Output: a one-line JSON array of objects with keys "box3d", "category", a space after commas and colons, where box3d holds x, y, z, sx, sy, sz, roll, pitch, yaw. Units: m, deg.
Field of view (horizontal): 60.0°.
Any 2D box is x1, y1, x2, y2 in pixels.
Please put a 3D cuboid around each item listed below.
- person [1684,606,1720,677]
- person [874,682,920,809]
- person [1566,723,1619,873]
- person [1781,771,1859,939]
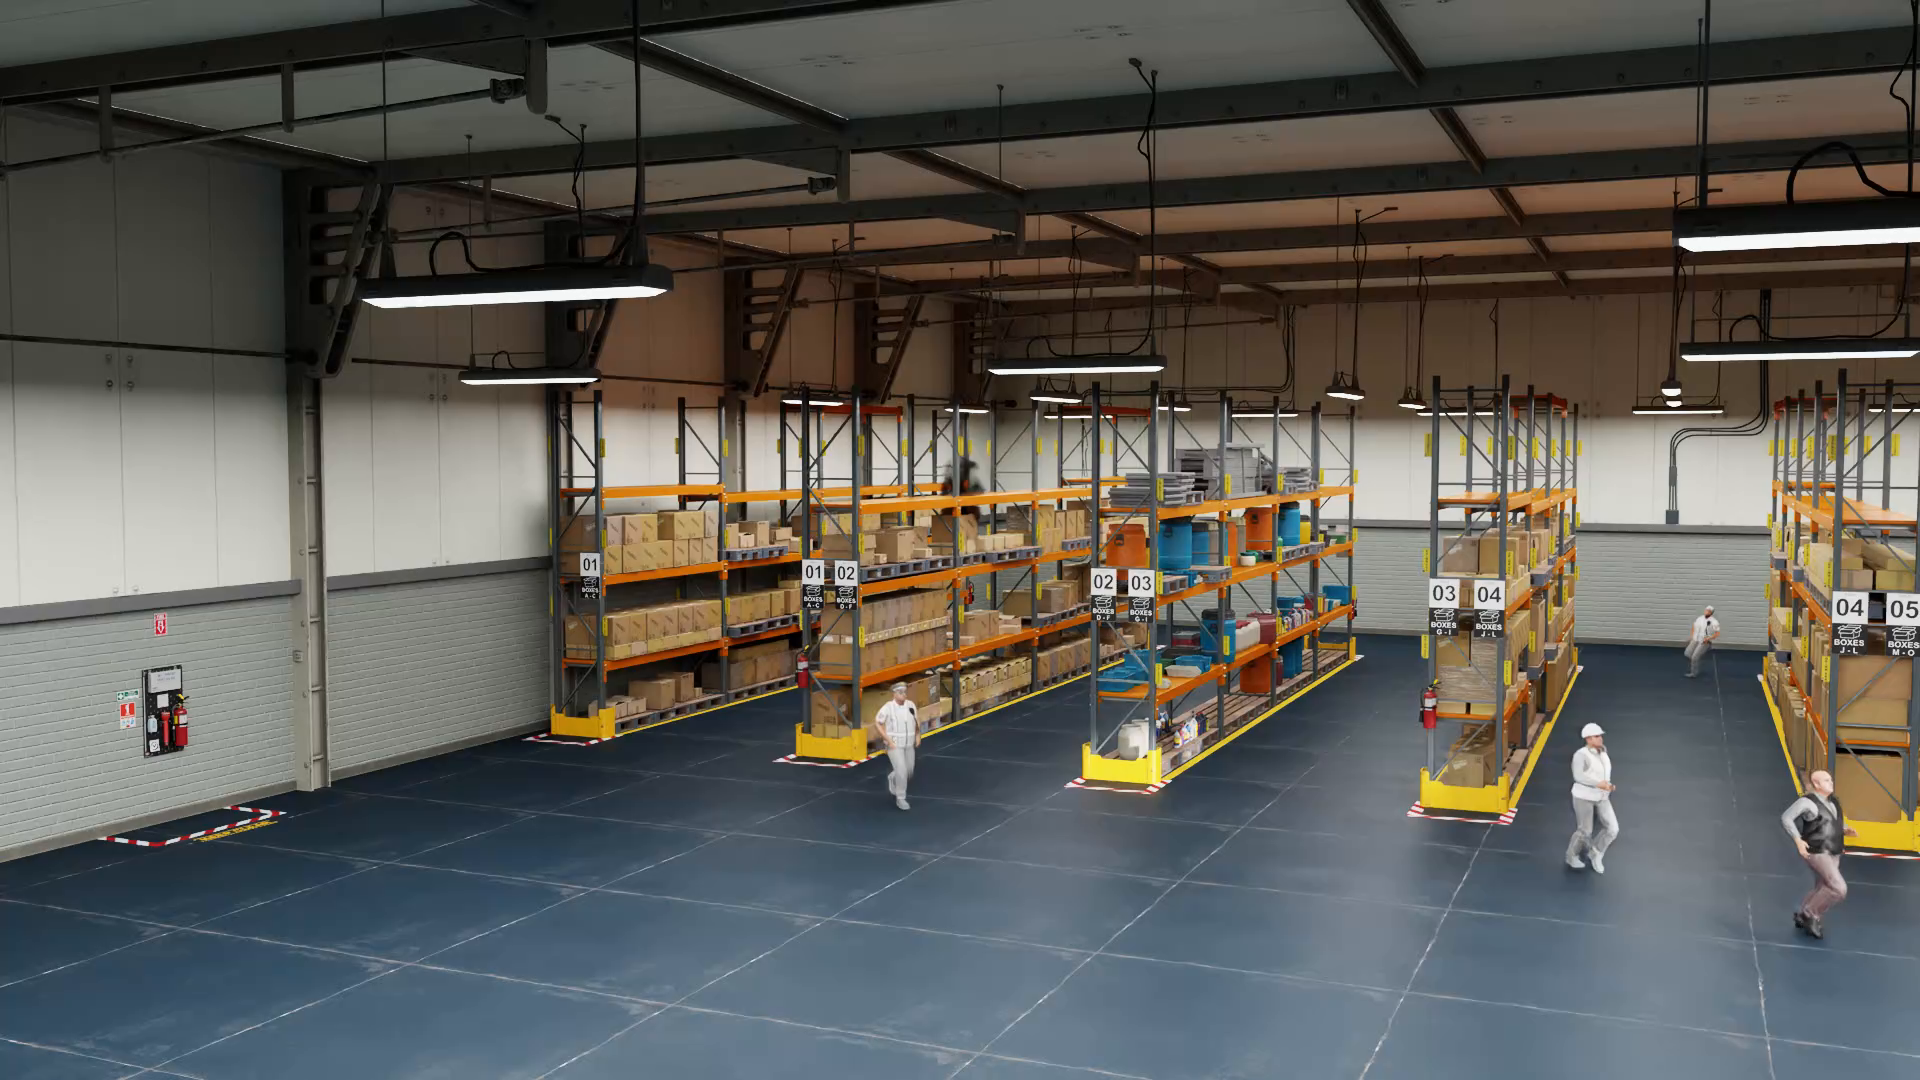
[{"box3d": [16.121, 2.222, 36.217, 0.500, 1.564, 0.705, -2, 4, -27], "category": "person"}, {"box3d": [-0.876, 2.851, 23.365, 0.684, 1.750, 0.734, -2, 4, -33], "category": "person"}, {"box3d": [7.469, 3.053, 19.566, 0.676, 1.803, 0.703, -2, 4, -27], "category": "person"}, {"box3d": [8.807, 3.207, 16.937, 0.637, 1.700, 0.670, -2, 4, -31], "category": "person"}]
